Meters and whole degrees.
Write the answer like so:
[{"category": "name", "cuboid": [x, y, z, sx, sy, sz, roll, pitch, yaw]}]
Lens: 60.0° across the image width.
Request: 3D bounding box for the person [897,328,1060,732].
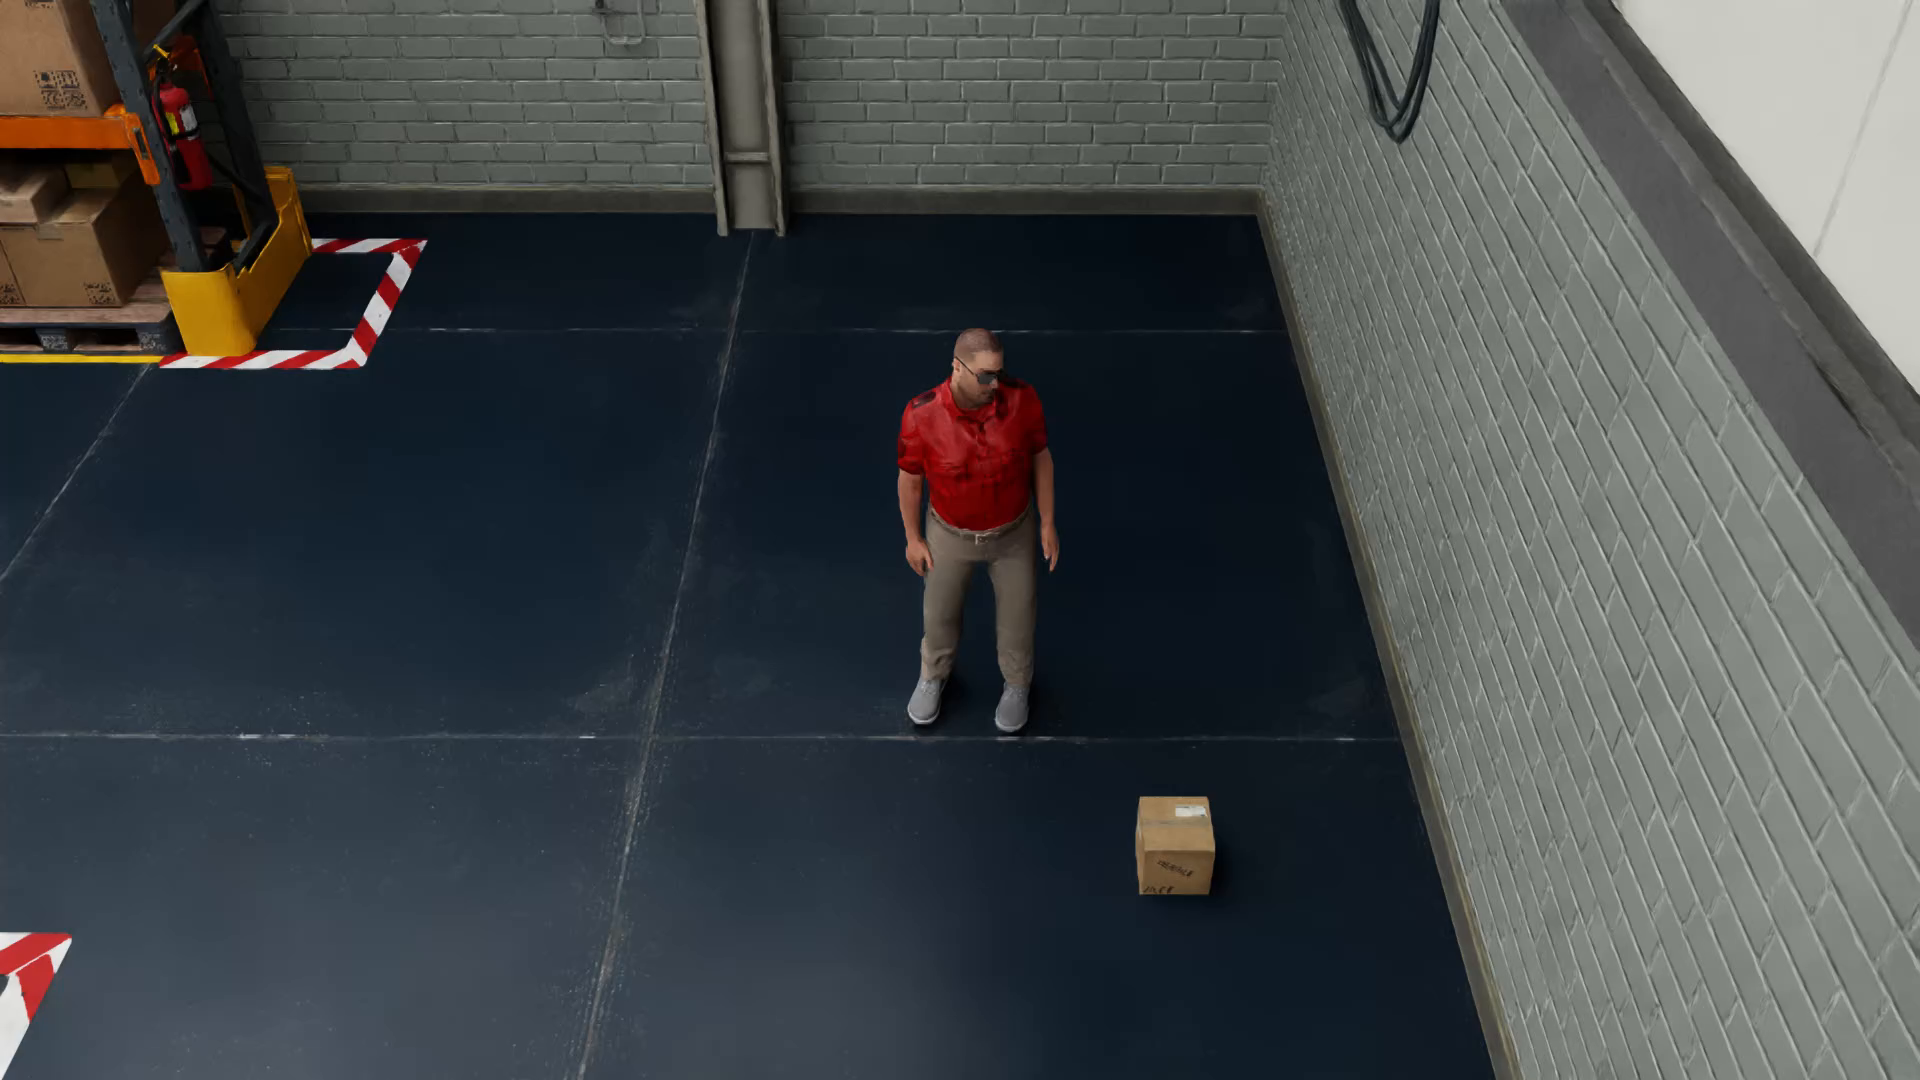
[{"category": "person", "cuboid": [0.072, -0.017, 6.151, 0.583, 1.731, 0.418, -6, 40, -7]}]
